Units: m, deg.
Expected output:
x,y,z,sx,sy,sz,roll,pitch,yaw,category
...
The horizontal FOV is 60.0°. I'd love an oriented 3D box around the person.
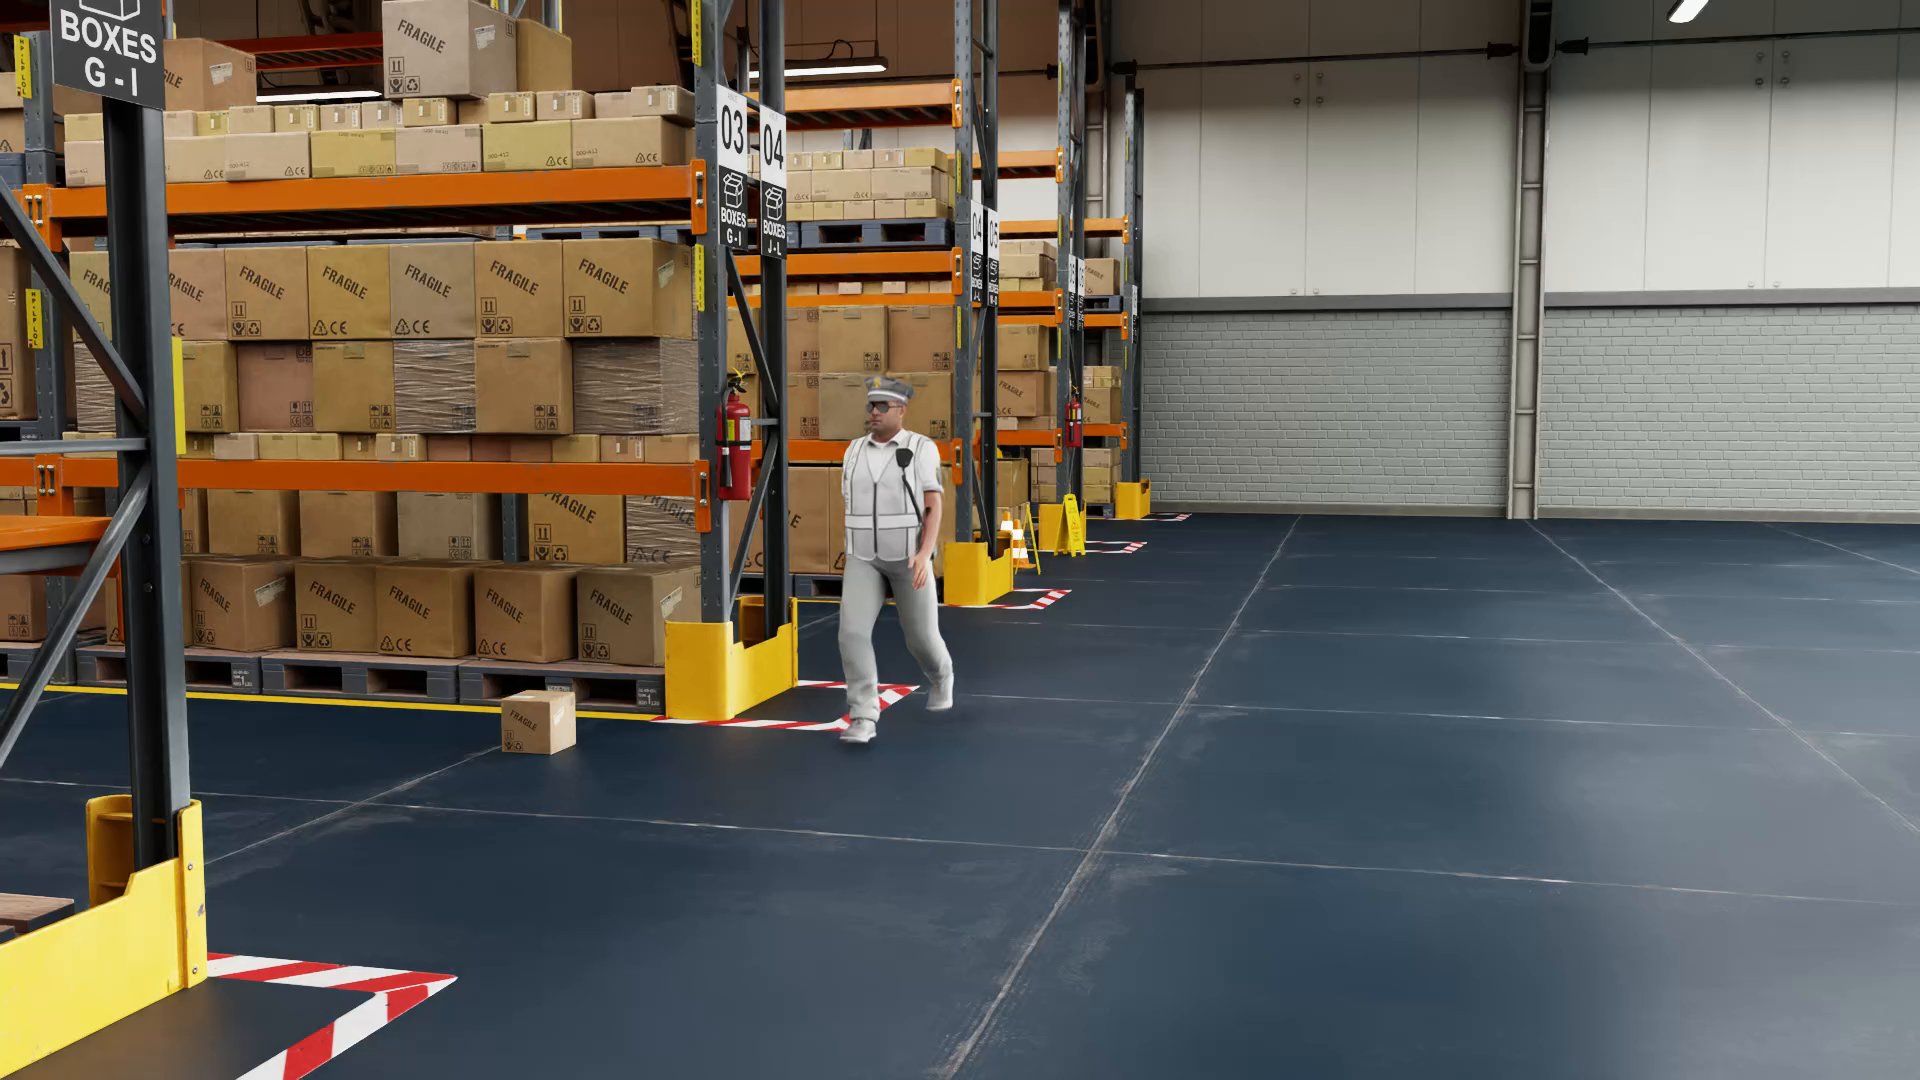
x,y,z,sx,sy,sz,roll,pitch,yaw,category
-0.346,0.069,7.993,0.540,1.714,0.938,1,5,15,person
